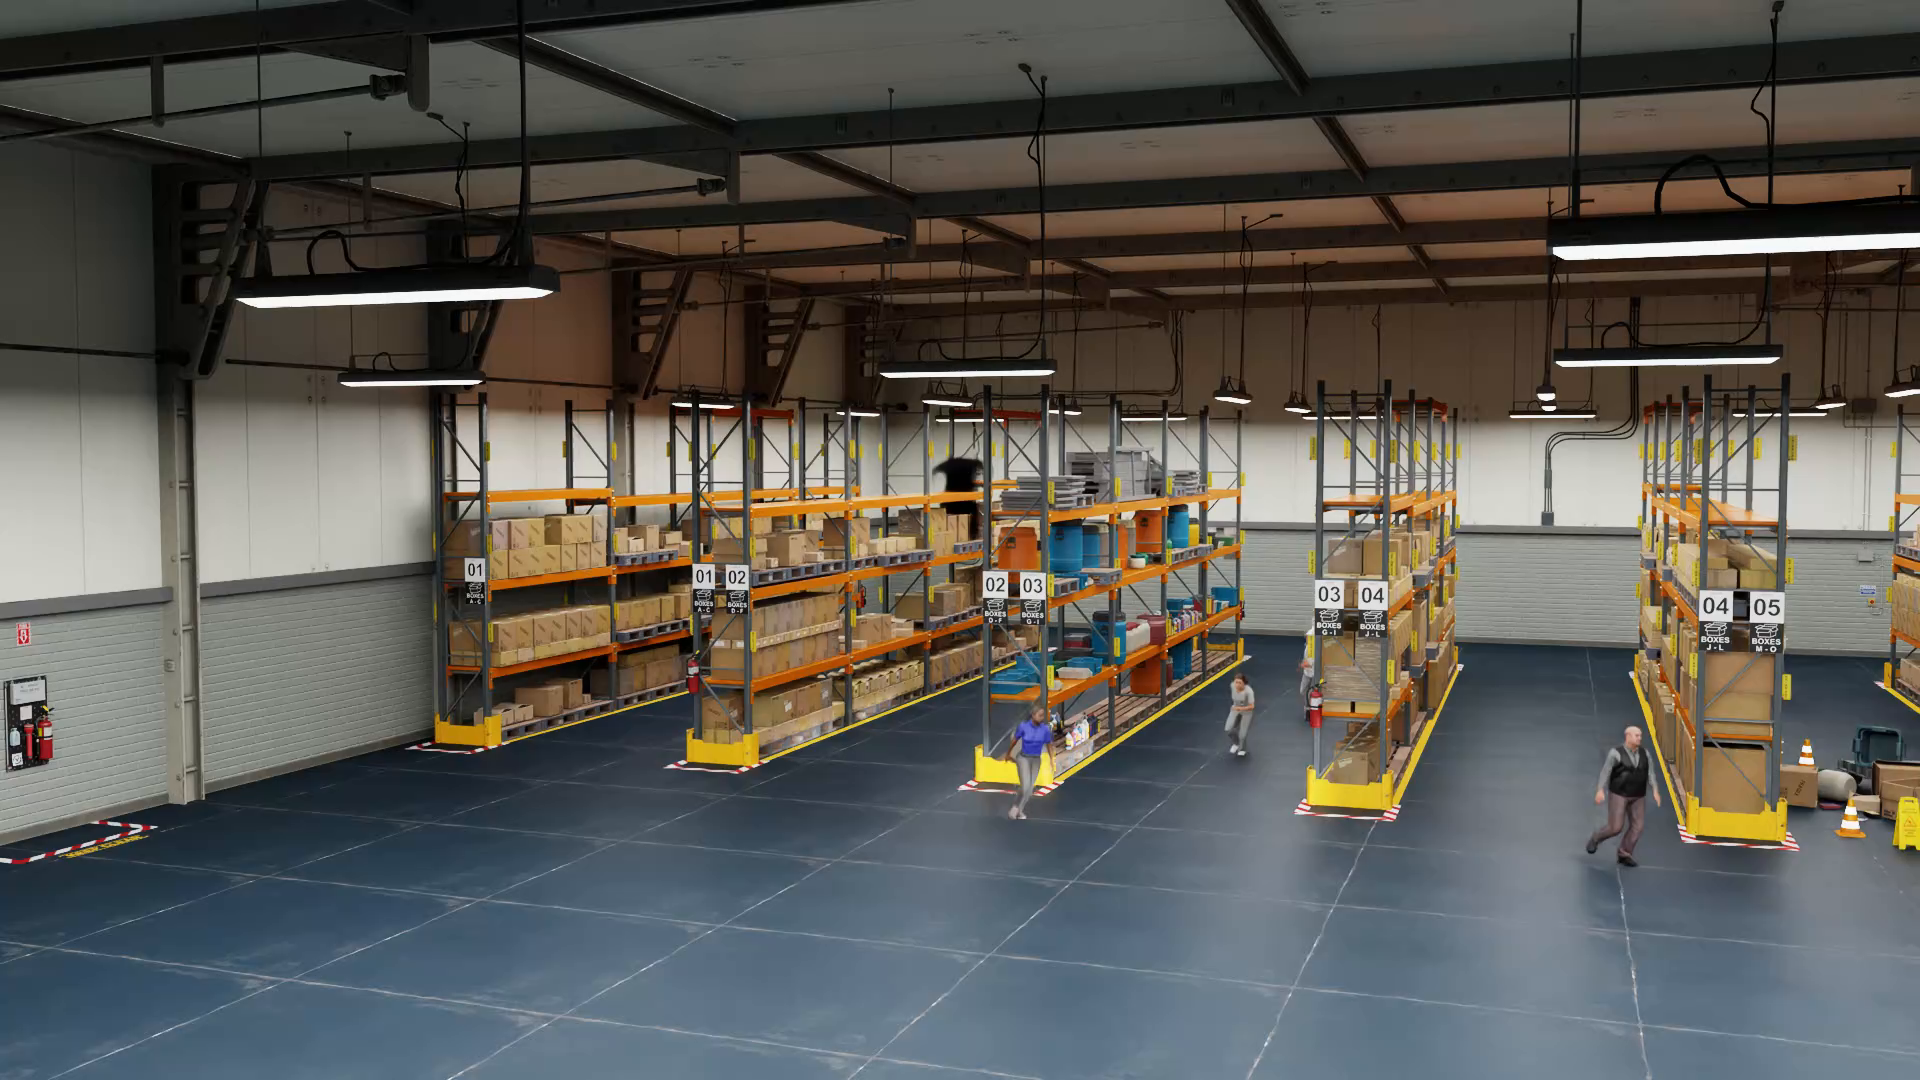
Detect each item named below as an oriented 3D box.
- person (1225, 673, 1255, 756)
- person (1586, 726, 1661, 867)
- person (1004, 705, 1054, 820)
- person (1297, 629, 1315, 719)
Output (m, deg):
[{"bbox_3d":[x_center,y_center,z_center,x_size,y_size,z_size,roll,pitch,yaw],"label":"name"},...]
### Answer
[{"bbox_3d":[4.573,2.834,26.995,0.545,1.436,0.938,2,3,29],"label":"person"},{"bbox_3d":[8.027,3.082,20.137,0.692,1.695,0.676,-1,3,-10],"label":"person"},{"bbox_3d":[0.953,3.002,22.457,0.567,1.596,0.690,-1,3,-21],"label":"person"},{"bbox_3d":[6.643,2.512,31.233,0.663,1.716,0.759,-2,4,-38],"label":"person"}]
